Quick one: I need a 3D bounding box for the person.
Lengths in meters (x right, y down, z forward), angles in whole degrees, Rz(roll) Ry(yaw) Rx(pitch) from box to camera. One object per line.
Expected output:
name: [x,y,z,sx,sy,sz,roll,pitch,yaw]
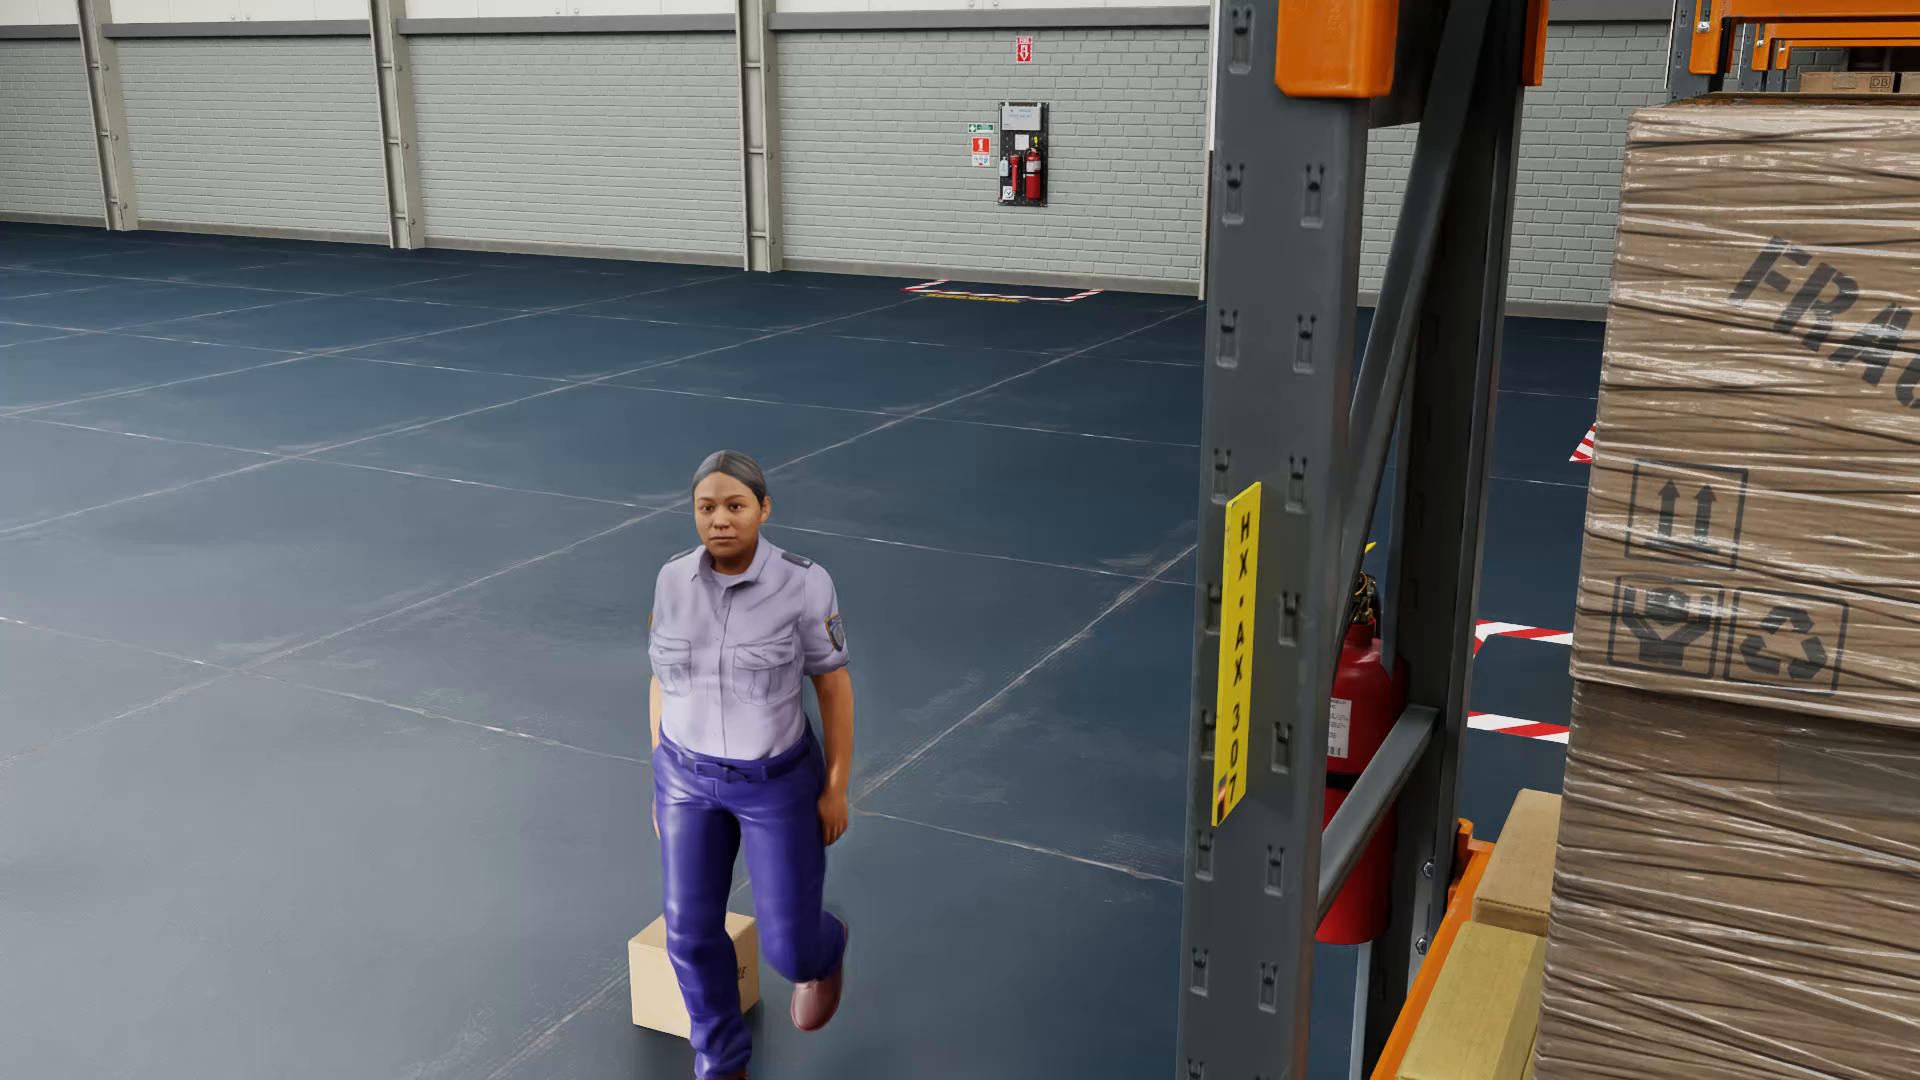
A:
person: [-0.485,0.570,3.982,0.496,1.626,0.642,4,16,13]
